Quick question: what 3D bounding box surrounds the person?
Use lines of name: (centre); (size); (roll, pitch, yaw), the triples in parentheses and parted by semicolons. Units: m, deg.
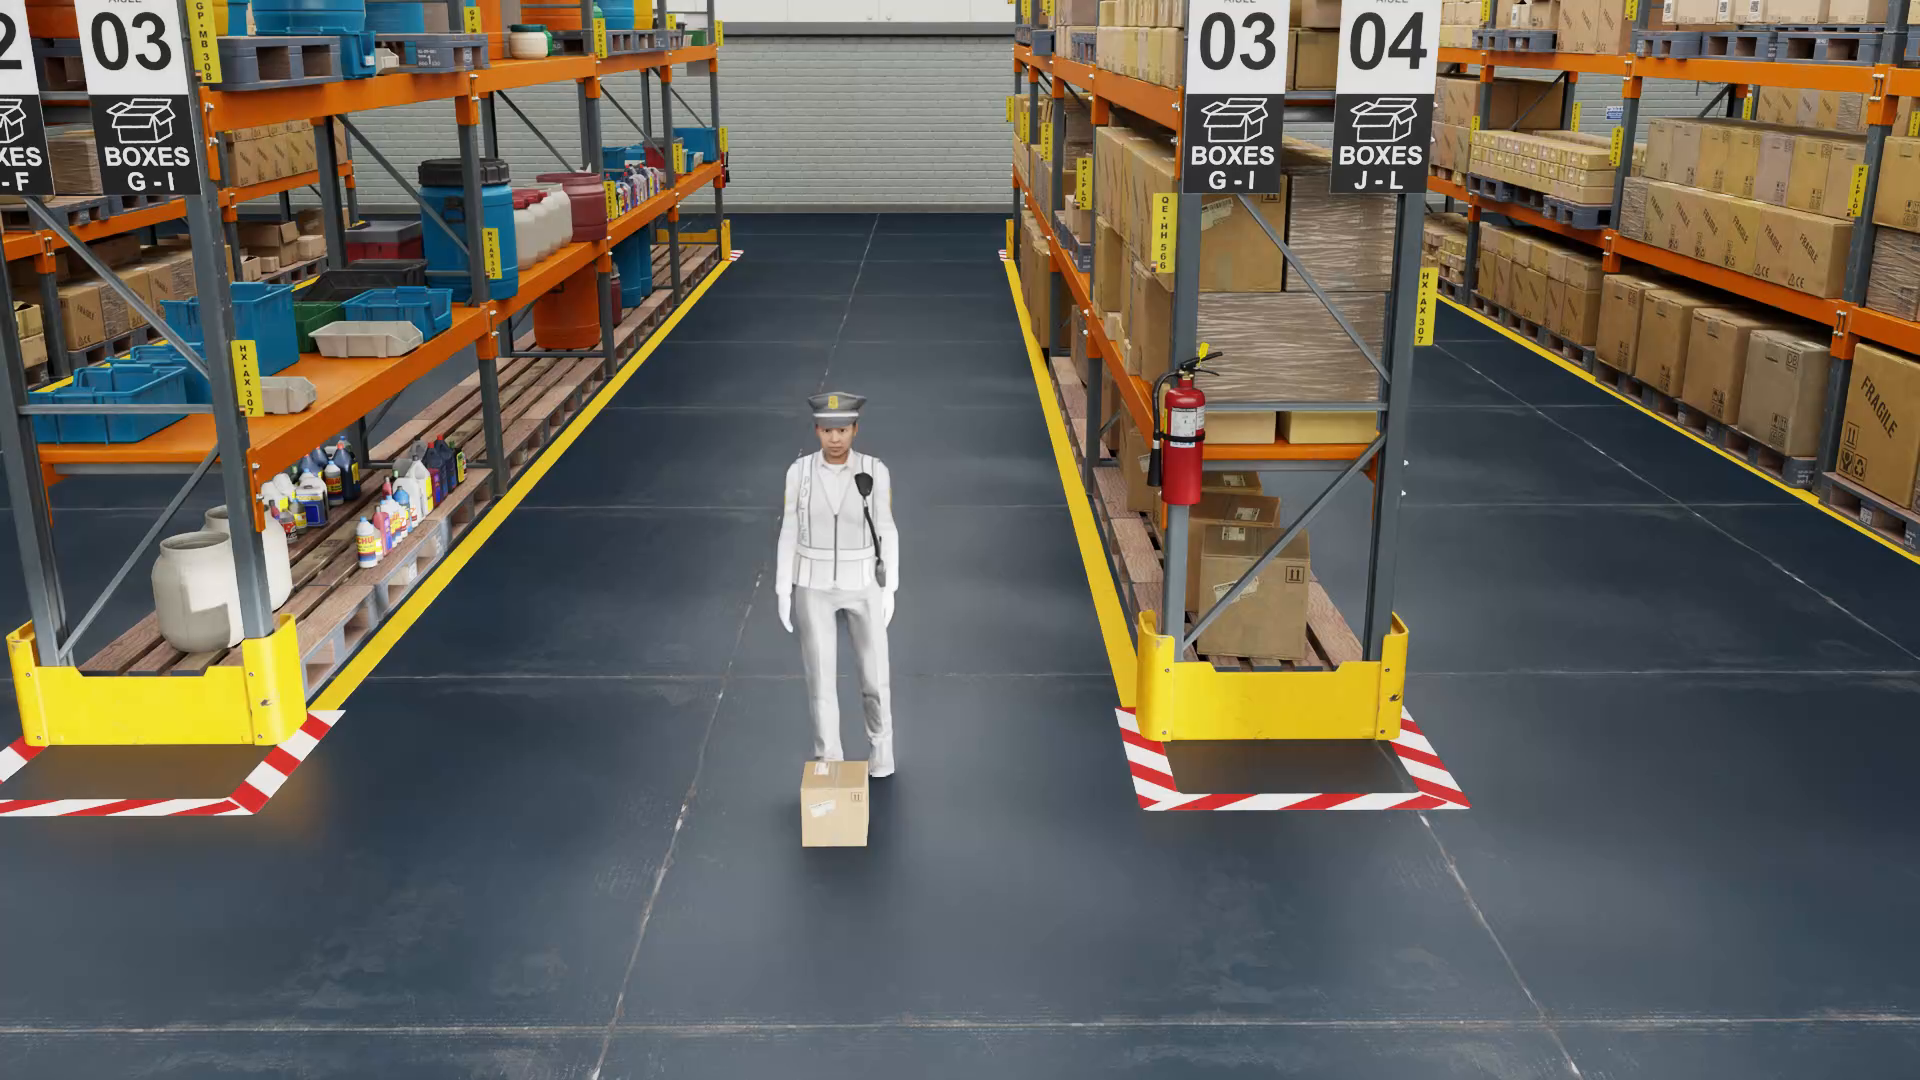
person: (-0.504, 0.223, 6.810); (0.503, 1.705, 0.504); (0, 17, -1)
